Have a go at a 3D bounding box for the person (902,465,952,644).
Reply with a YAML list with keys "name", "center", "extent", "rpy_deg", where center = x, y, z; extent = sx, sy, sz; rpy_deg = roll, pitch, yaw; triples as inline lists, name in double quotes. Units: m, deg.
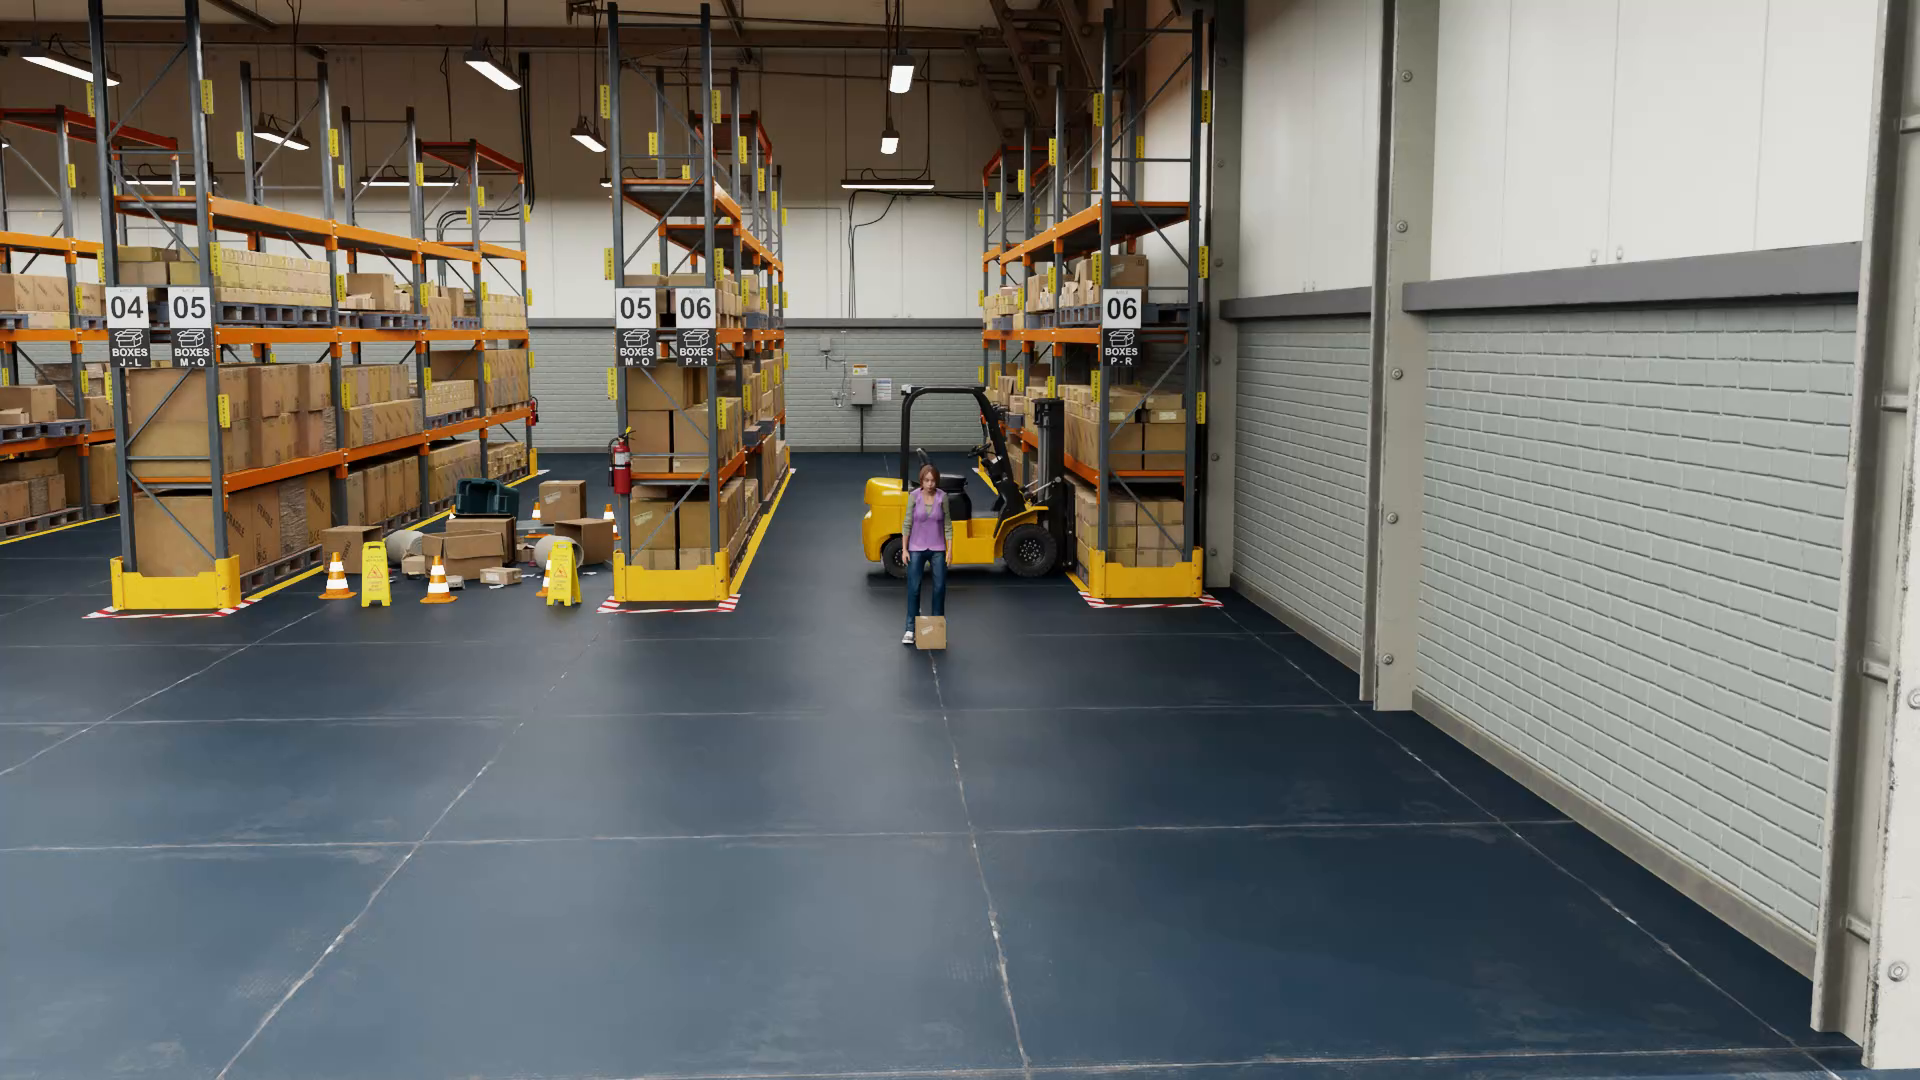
- name: "person"
  center: [-0.293, 0.121, 14.834]
  extent: [0.450, 1.592, 0.346]
  rpy_deg: [0, 7, -3]
